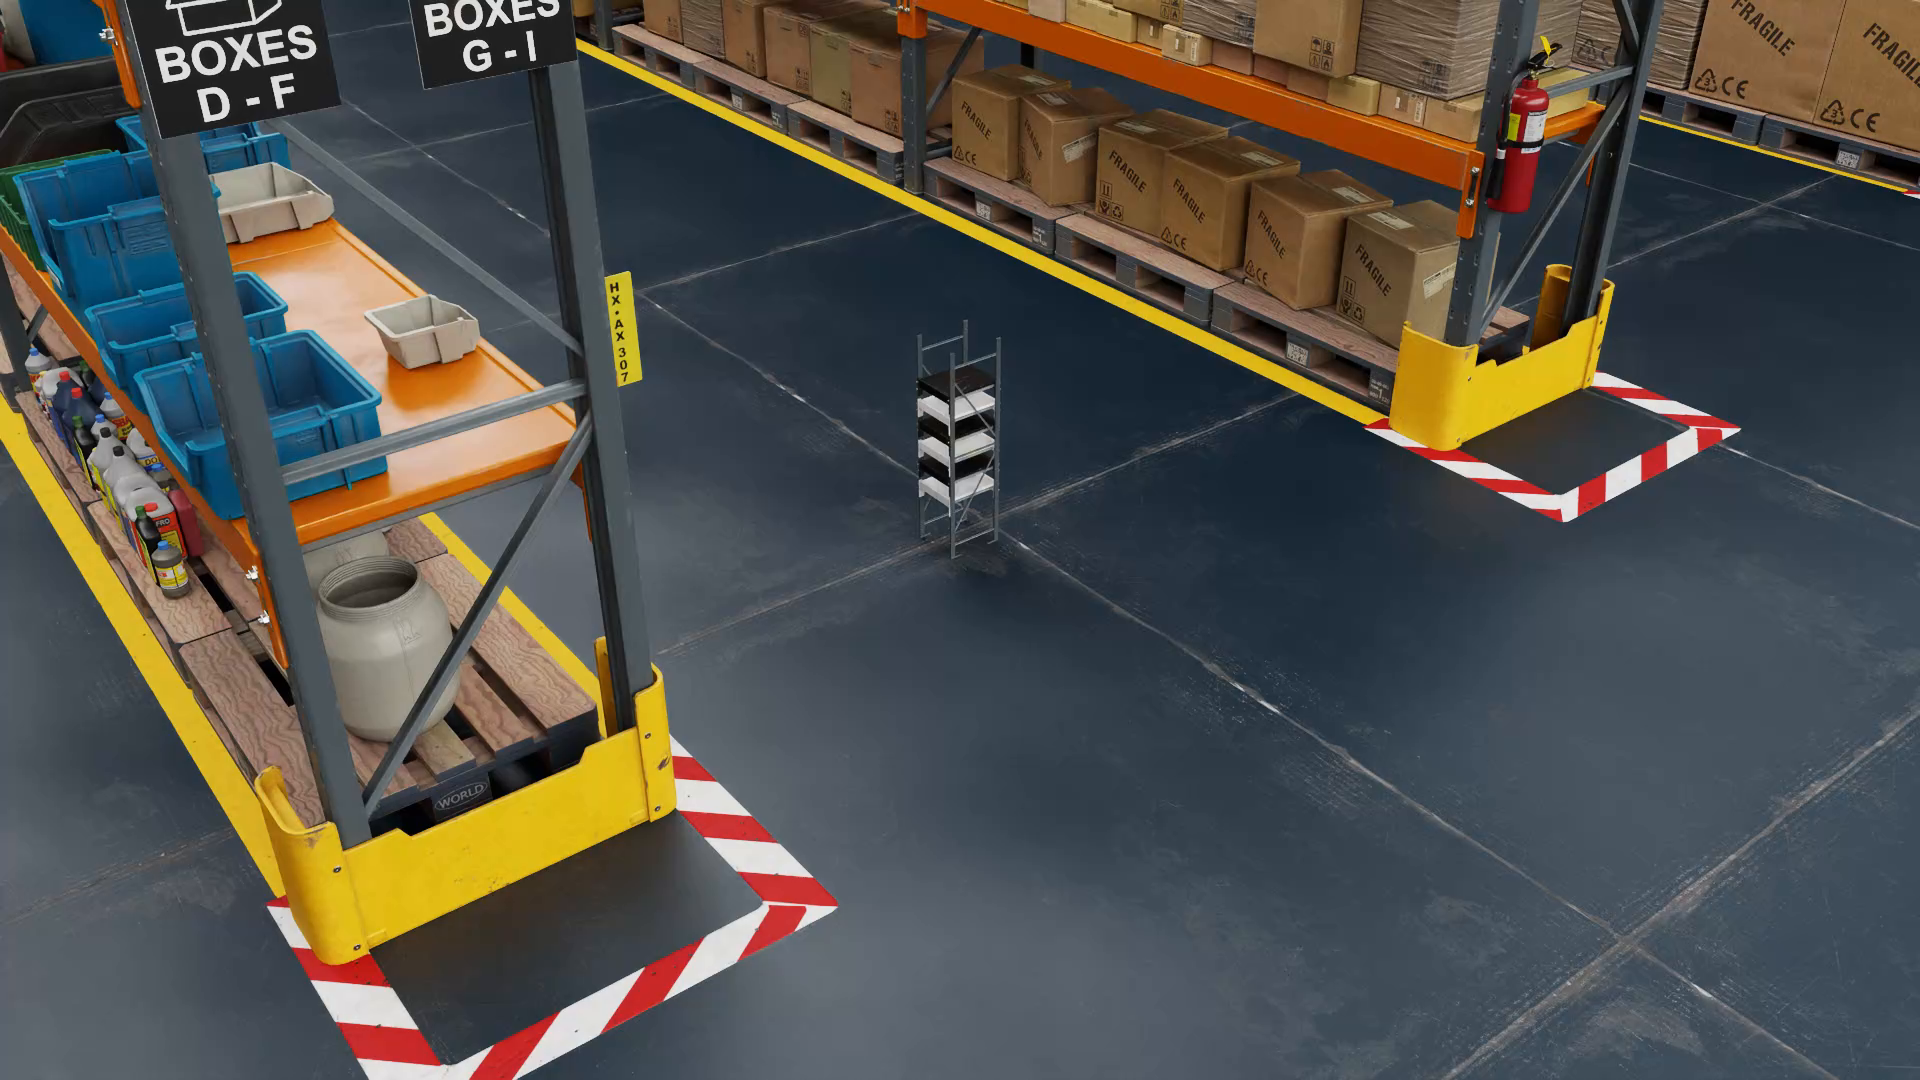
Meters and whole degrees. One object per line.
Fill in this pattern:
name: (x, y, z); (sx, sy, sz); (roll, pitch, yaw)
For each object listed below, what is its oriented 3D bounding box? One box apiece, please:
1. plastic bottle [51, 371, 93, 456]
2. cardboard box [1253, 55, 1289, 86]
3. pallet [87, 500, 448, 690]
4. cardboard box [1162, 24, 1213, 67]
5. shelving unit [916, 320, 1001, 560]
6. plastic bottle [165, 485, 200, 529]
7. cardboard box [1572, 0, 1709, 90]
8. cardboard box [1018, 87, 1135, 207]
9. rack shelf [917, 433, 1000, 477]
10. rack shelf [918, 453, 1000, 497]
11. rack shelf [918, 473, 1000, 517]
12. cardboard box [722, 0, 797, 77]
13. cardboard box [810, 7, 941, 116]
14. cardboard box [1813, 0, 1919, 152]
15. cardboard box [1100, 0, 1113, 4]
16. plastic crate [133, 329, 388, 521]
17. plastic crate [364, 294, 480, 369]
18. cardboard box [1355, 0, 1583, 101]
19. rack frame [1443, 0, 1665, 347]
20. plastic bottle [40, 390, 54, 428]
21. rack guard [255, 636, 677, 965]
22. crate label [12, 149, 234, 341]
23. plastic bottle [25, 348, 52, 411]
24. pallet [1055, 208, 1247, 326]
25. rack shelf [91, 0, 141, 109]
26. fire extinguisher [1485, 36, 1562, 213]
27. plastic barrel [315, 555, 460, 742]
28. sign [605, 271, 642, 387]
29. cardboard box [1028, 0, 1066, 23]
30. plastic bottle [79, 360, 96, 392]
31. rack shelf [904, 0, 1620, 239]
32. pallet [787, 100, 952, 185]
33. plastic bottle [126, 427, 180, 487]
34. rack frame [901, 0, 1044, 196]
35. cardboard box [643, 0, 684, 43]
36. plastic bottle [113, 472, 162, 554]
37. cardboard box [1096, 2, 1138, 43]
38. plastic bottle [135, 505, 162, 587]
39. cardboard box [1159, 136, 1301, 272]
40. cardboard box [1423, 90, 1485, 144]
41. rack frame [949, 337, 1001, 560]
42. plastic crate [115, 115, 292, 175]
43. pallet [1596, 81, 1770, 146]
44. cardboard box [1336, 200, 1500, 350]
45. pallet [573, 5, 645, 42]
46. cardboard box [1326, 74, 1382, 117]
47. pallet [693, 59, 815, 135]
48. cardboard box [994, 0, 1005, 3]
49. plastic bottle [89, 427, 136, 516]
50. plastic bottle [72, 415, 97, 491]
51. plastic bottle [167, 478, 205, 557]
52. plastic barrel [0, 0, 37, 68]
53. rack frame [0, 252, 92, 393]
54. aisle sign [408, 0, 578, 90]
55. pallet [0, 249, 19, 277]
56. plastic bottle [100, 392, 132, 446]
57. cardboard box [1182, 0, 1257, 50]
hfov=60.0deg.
plastic bottle: (-3.658, -0.539, 6.869); (0.144, 0.351, 0.185); (-21, 38, -30)
cardboard box: (1.594, -2.248, 7.764); (0.380, 0.149, 0.250); (-22, 38, -31)
pallet: (-2.694, 0.038, 6.488); (1.003, 0.211, 1.213); (-22, 38, -31)
cardboard box: (1.200, -2.420, 8.042); (0.380, 0.149, 0.250); (-22, 38, -31)
shelving unit: (-0.005, -0.386, 6.518); (0.258, 0.900, 0.210); (-22, 38, -31)
plastic bottle: (-2.976, -0.123, 6.340); (0.097, 0.201, 0.097); (0, 32, 0)
cardboard box: (4.954, -3.730, 11.529); (0.875, 0.875, 0.875); (-22, 38, -31)
cardboard box: (0.658, -2.252, 9.503); (0.500, 0.500, 0.500); (-11, 33, -16)
rack shelf: (-0.005, -0.357, 6.536); (0.258, 0.077, 0.200); (-22, 38, -31)
rack shelf: (-0.005, -0.281, 6.583); (0.258, 0.077, 0.200); (-22, 38, -31)
rack shelf: (-0.005, -0.204, 6.631); (0.258, 0.077, 0.200); (-22, 38, -31)
cardboard box: (-1.235, -3.609, 11.670); (0.700, 0.500, 0.500); (-19, 37, -28)
cardboard box: (-0.550, -3.144, 10.921); (0.700, 0.500, 0.500); (-23, 38, -32)
cardboard box: (6.052, -2.984, 10.326); (0.875, 0.875, 0.875); (-22, 38, -31)
cardboard box: (0.979, -3.117, 8.548); (0.875, 0.500, 0.500); (-22, 38, -31)
plastic crate: (-1.915, -0.330, 4.579); (0.499, 0.251, 0.616); (-22, 38, -31)
plastic crate: (-1.667, -0.646, 5.198); (0.298, 0.136, 0.250); (-22, 38, -31)
cardboard box: (2.225, -2.291, 7.219); (0.875, 0.500, 0.500); (-22, 38, -31)
rack frame: (2.540, -1.884, 6.940); (1.000, 3.000, 0.127); (-22, 38, -31)
plastic bottle: (-3.851, -0.587, 7.088); (0.097, 0.201, 0.097); (0, 32, 0)
rack guard: (-1.456, 0.764, 5.046); (1.175, 0.500, 0.348); (-22, 38, -31)
crate label: (-2.714, -0.976, 5.445); (0.502, 0.435, 0.616); (-22, 38, -31)
plastic bottle: (-3.976, -0.702, 7.206); (0.097, 0.271, 0.097); (0, 32, 0)
pallet: (1.279, -1.589, 9.109); (1.003, 0.211, 1.213); (-22, 38, -31)
rack shelf: (-2.599, -2.084, 5.101); (1.077, 0.370, 4.000); (-22, 38, -31)
fire extinguisher: (2.246, -1.654, 6.644); (0.296, 0.674, 0.183); (-22, 38, -31)
plastic barrel: (-1.836, 0.347, 5.307); (0.421, 0.512, 0.421); (0, 32, 0)
sign: (-0.935, -0.575, 4.571); (0.100, 0.325, 0.005); (-22, 38, -31)
cardboard box: (0.581, -2.835, 8.710); (0.380, 0.149, 0.250); (-22, 38, -31)
plastic bottle: (-3.672, -0.616, 7.056); (0.061, 0.283, 0.133); (-22, 38, -31)
rack shelf: (1.314, -2.412, 8.472); (1.077, 0.370, 4.000); (-22, 38, -31)
pallet: (-0.391, -2.690, 10.882); (1.003, 0.211, 1.213); (-22, 38, -31)
plastic bottle: (-3.180, -0.310, 6.571); (0.152, 0.276, 0.135); (-22, 38, -31)
rack frame: (0.087, -3.551, 9.624); (1.000, 3.000, 0.127); (-22, 38, -31)
cardboard box: (-1.939, -4.070, 12.413); (0.700, 0.500, 0.500); (-25, 39, -34)
plastic bottle: (-3.063, -0.107, 6.243); (0.152, 0.276, 0.135); (-23, 39, -33)
cardboard box: (0.912, -2.636, 8.390); (0.380, 0.149, 0.250); (-22, 38, -31)
plastic bottle: (-2.931, 0.019, 6.034); (0.061, 0.283, 0.133); (-21, 38, -30)
cardboard box: (1.408, -1.771, 8.730); (0.500, 0.500, 0.500); (-19, 36, -27)
cardboard box: (2.202, -1.829, 7.090); (0.380, 0.149, 0.250); (-22, 38, -31)
rack frame: (0.057, -0.343, 6.450); (0.240, 0.900, 0.006); (-22, 38, -31)
plastic crate: (-2.932, -1.512, 6.482); (0.499, 0.251, 0.616); (-22, 38, -31)
pallet: (5.224, -3.078, 11.506); (1.003, 0.211, 1.213); (-22, 38, -31)
cardboard box: (2.171, -1.266, 7.917); (0.500, 0.500, 0.500); (-15, 35, -23)
pallet: (-2.789, -4.386, 13.612); (1.003, 0.211, 1.213); (-22, 38, -31)
cardboard box: (1.856, -2.021, 7.399); (0.380, 0.149, 0.250); (-22, 38, -31)
pallet: (-1.143, -3.199, 11.701); (1.003, 0.211, 1.213); (-22, 38, -31)
cardboard box: (0.300, -3.054, 9.062); (0.380, 0.149, 0.250); (-22, 38, -31)
plastic bottle: (-3.281, -0.284, 6.457); (0.144, 0.351, 0.185); (-23, 38, -32)
plastic bottle: (-3.474, -0.350, 6.628); (0.061, 0.283, 0.133); (-20, 37, -29)
plastic bottle: (-2.894, -0.087, 6.204); (0.061, 0.283, 0.133); (-22, 38, -31)
plastic barrel: (-4.238, -2.476, 7.765); (0.433, 0.535, 0.433); (0, 32, 0)
rack frame: (-3.825, -1.948, 7.044); (1.000, 3.000, 0.127); (-22, 38, -31)
aisle sign: (-1.097, -1.451, 3.779); (0.394, 0.787, 0.004); (-22, 38, -31)
pallet: (-5.090, -1.587, 9.106); (1.003, 0.211, 1.213); (-22, 38, -31)
plastic bottle: (-3.474, -0.484, 6.856); (0.097, 0.271, 0.097); (0, 32, 0)
cardboard box: (1.551, -2.683, 7.850); (0.875, 0.500, 0.500); (-22, 38, -31)
